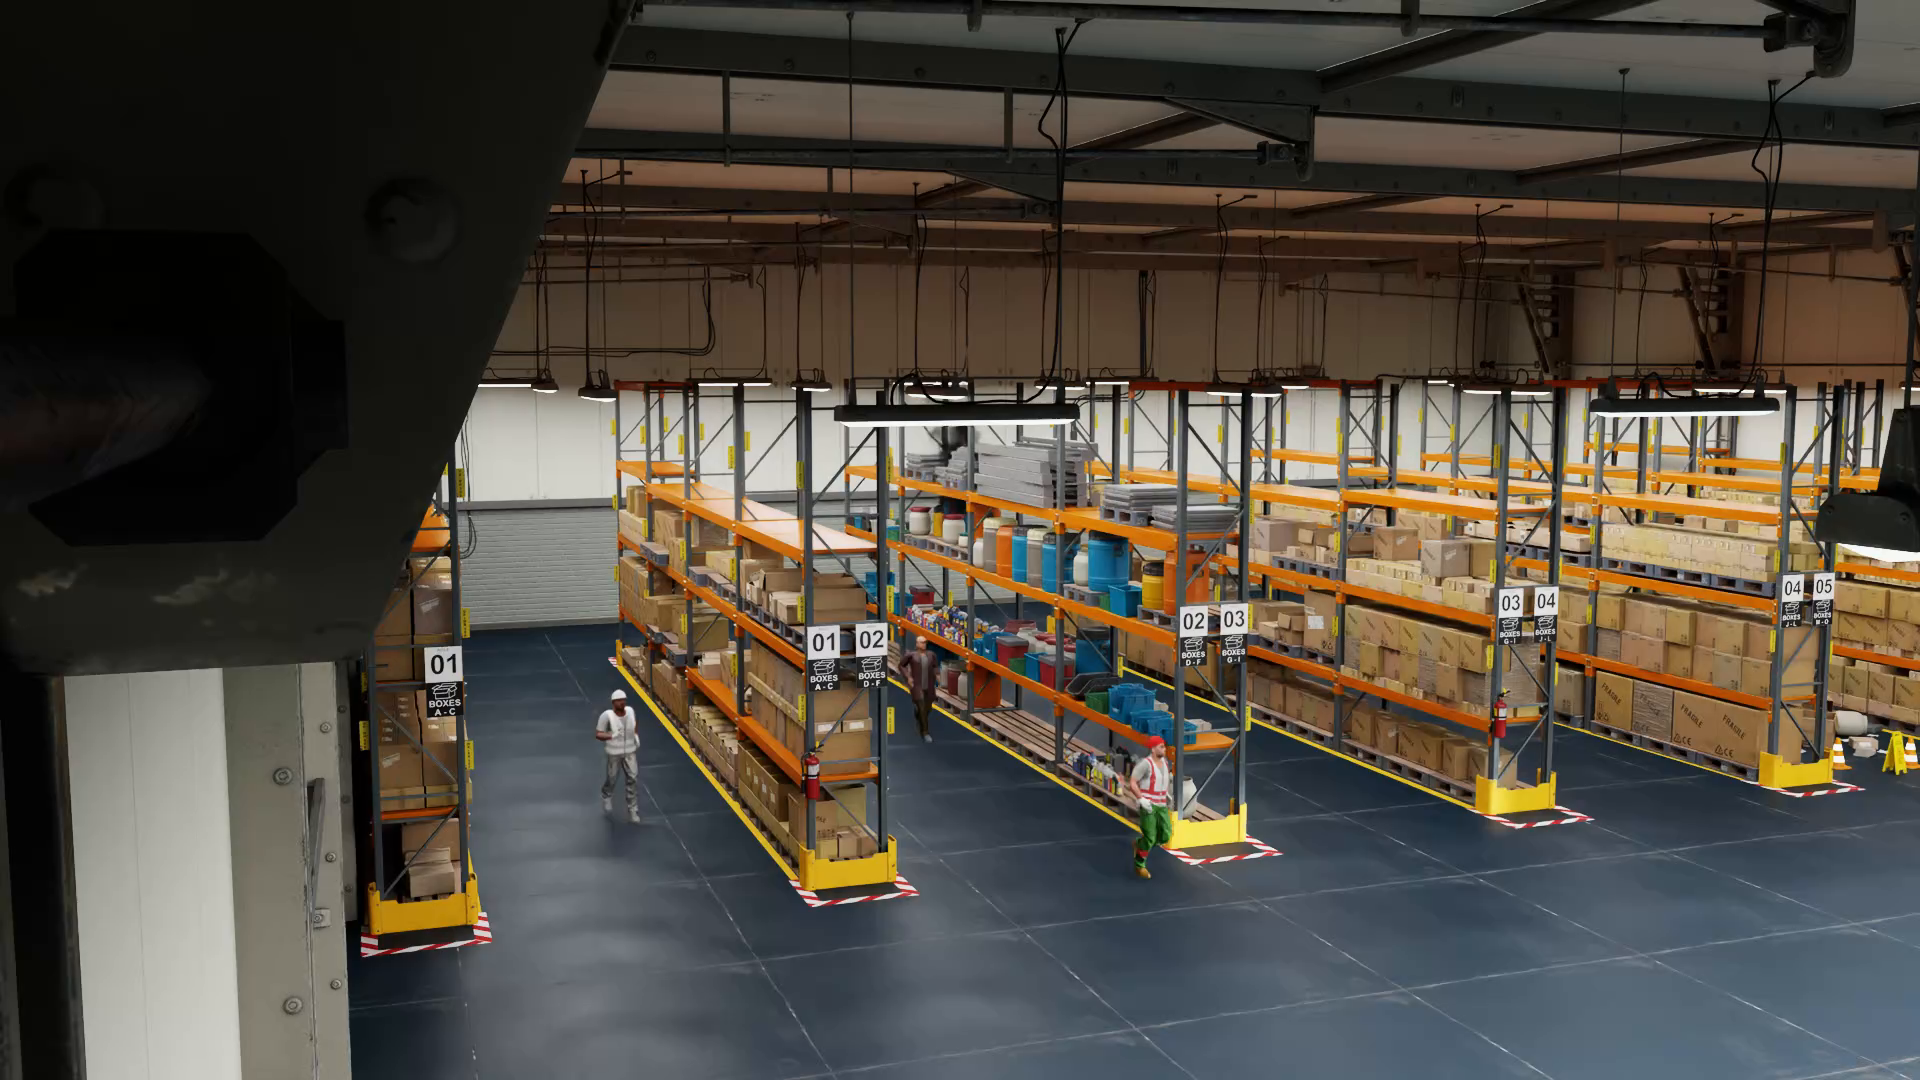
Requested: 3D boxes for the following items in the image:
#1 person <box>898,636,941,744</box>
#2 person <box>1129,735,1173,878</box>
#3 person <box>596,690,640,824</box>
[{"bbox_3d":[-0.669,2.498,28.138,0.711,1.769,0.900,-3,7,-23],"label":"person"},{"bbox_3d":[2.398,3.296,20.730,0.714,1.732,0.562,-5,8,-40],"label":"person"},{"bbox_3d":[-4.751,2.975,23.136,0.697,1.813,0.906,-4,7,-33],"label":"person"}]
